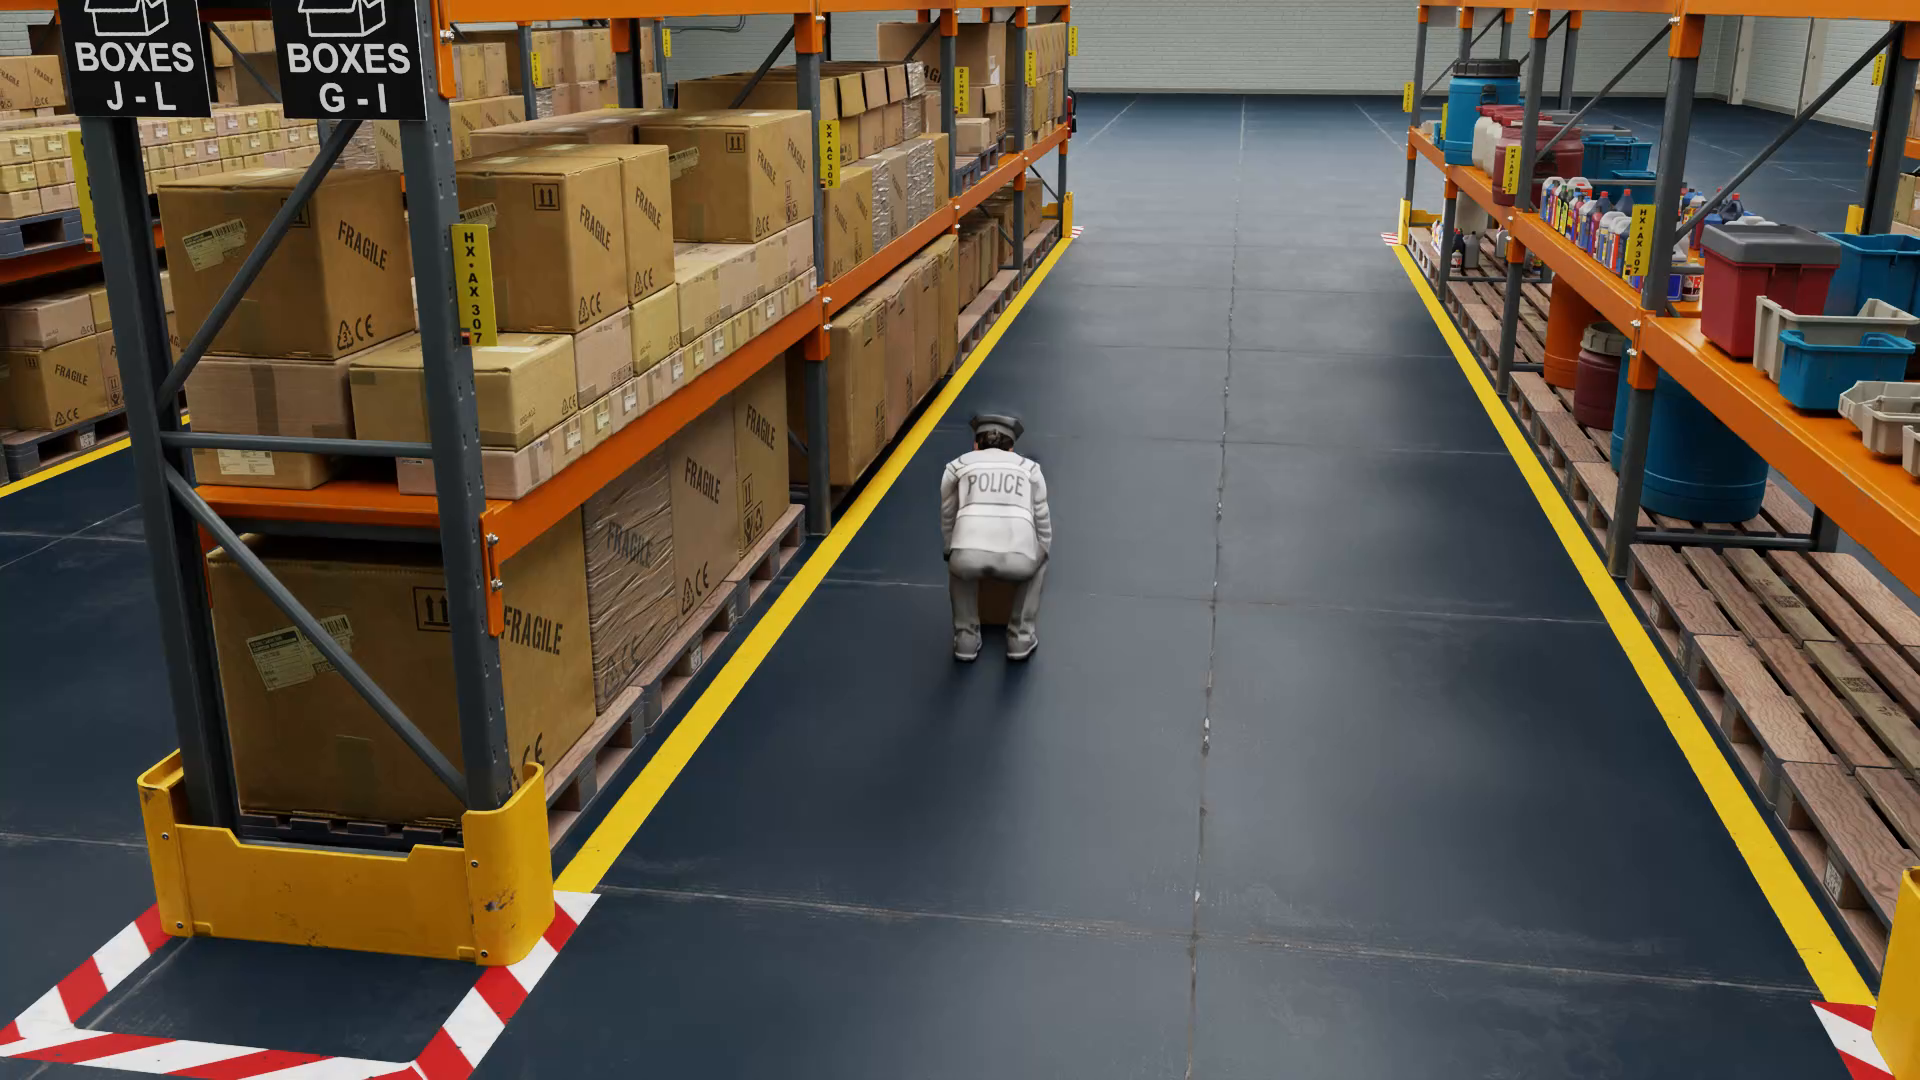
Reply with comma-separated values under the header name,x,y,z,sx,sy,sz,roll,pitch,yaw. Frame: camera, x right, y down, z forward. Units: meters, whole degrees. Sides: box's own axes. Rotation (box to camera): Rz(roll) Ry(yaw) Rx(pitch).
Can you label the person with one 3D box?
name,x,y,z,sx,sy,sz,roll,pitch,yaw
person,0.136,-0.010,7.194,0.489,0.984,0.845,3,18,9
